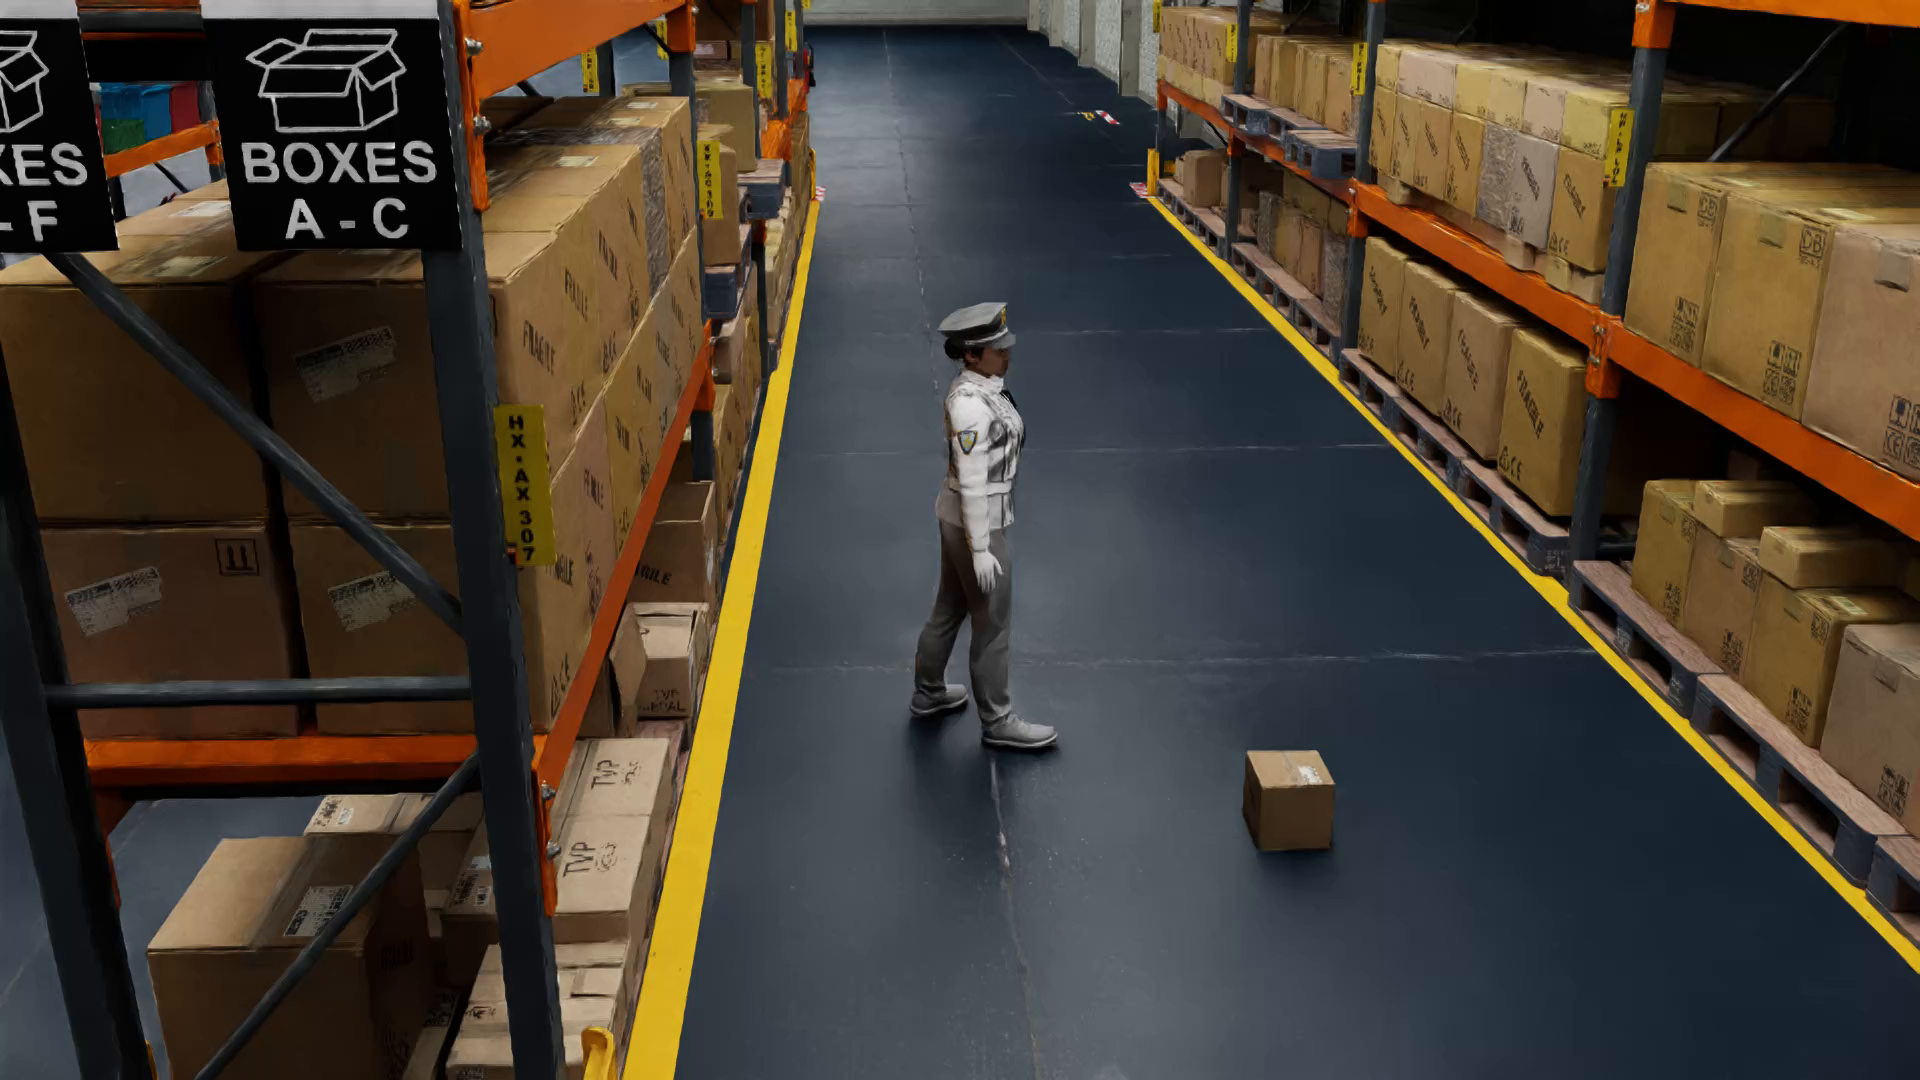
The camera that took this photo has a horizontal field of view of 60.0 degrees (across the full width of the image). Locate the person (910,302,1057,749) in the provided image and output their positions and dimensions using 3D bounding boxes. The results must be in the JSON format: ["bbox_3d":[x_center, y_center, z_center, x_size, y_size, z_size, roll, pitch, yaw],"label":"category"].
[{"bbox_3d":[0.088,-0.046,6.132,0.561,1.666,0.643,0,21,-1],"label":"person"}]
